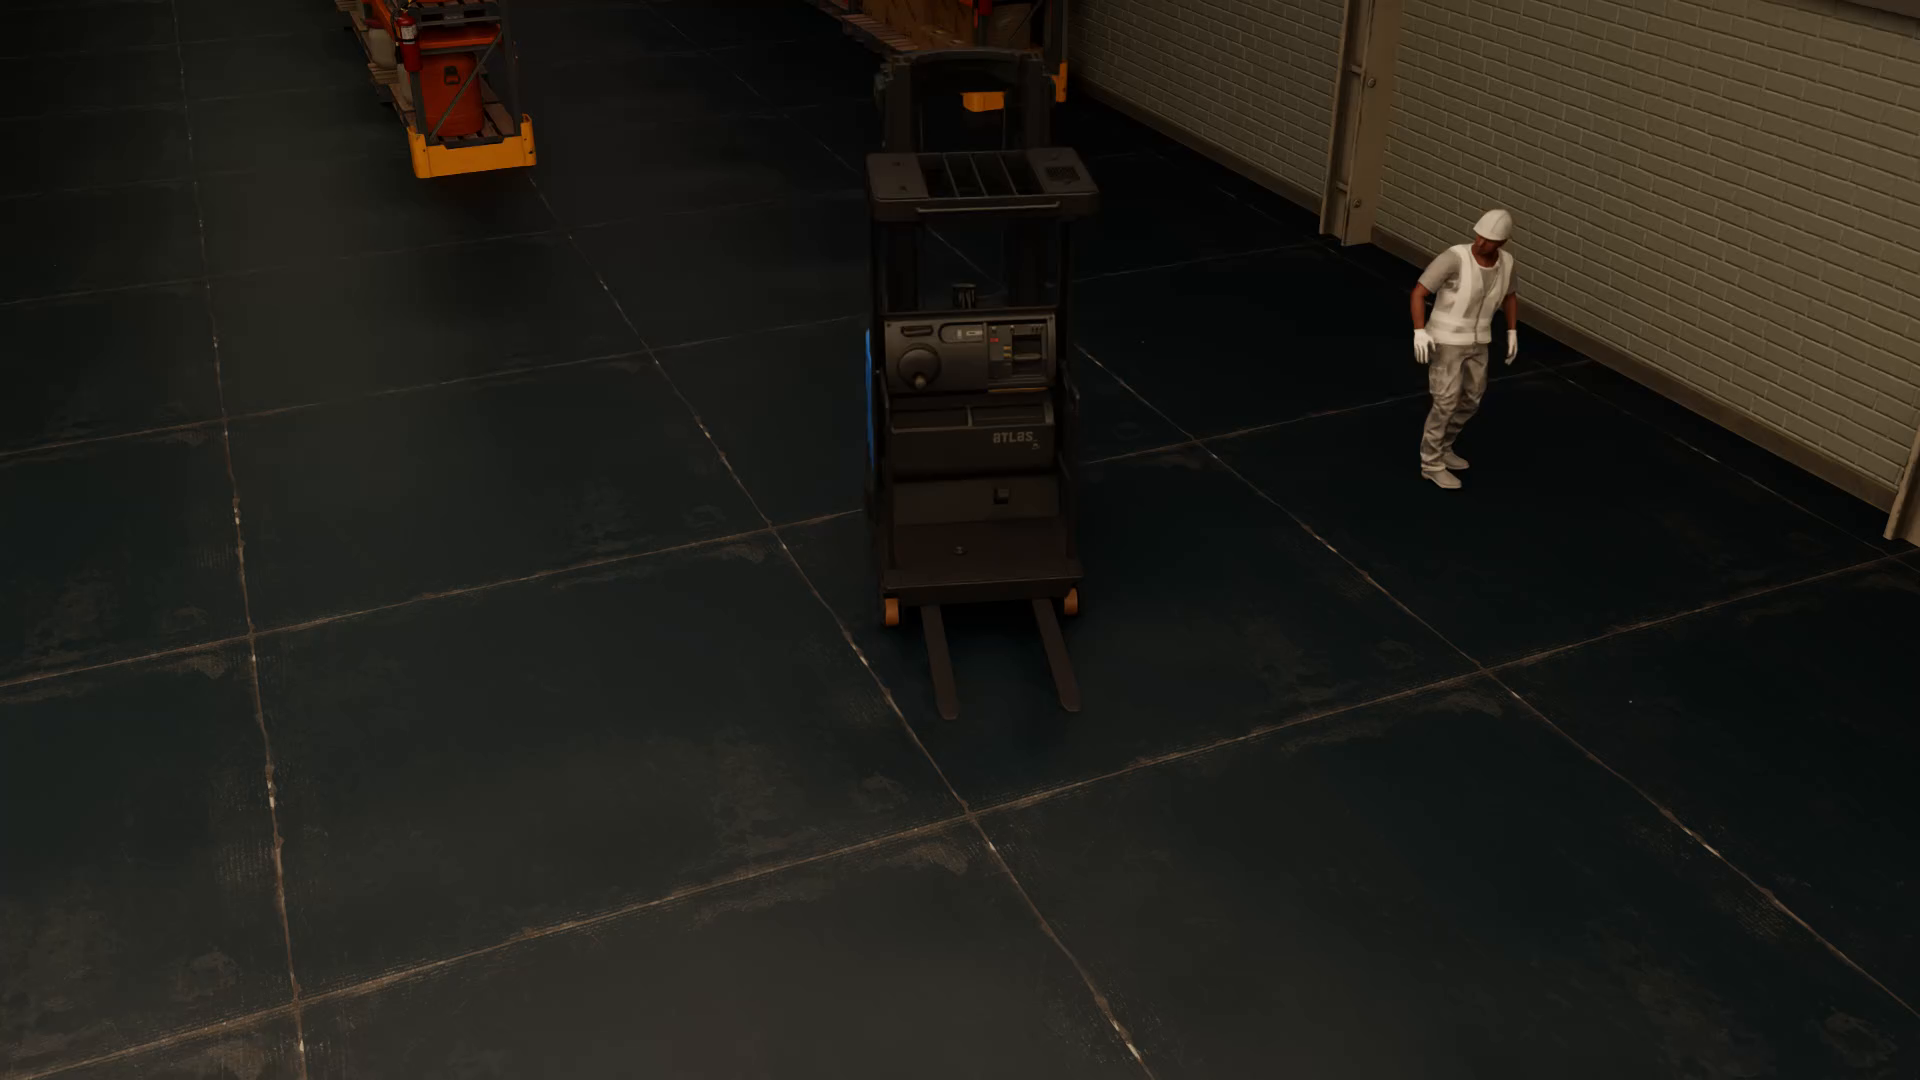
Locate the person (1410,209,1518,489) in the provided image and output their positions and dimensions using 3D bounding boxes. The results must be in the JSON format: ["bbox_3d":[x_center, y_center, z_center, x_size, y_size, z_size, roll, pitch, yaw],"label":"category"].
[{"bbox_3d":[3.197,-1.214,10.424,0.785,1.760,0.521,-14,33,-23],"label":"person"}]

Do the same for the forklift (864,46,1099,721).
[{"bbox_3d":[0.084,-0.969,8.815,1.130,2.935,3.031,-3,30,-6],"label":"forklift"}]
